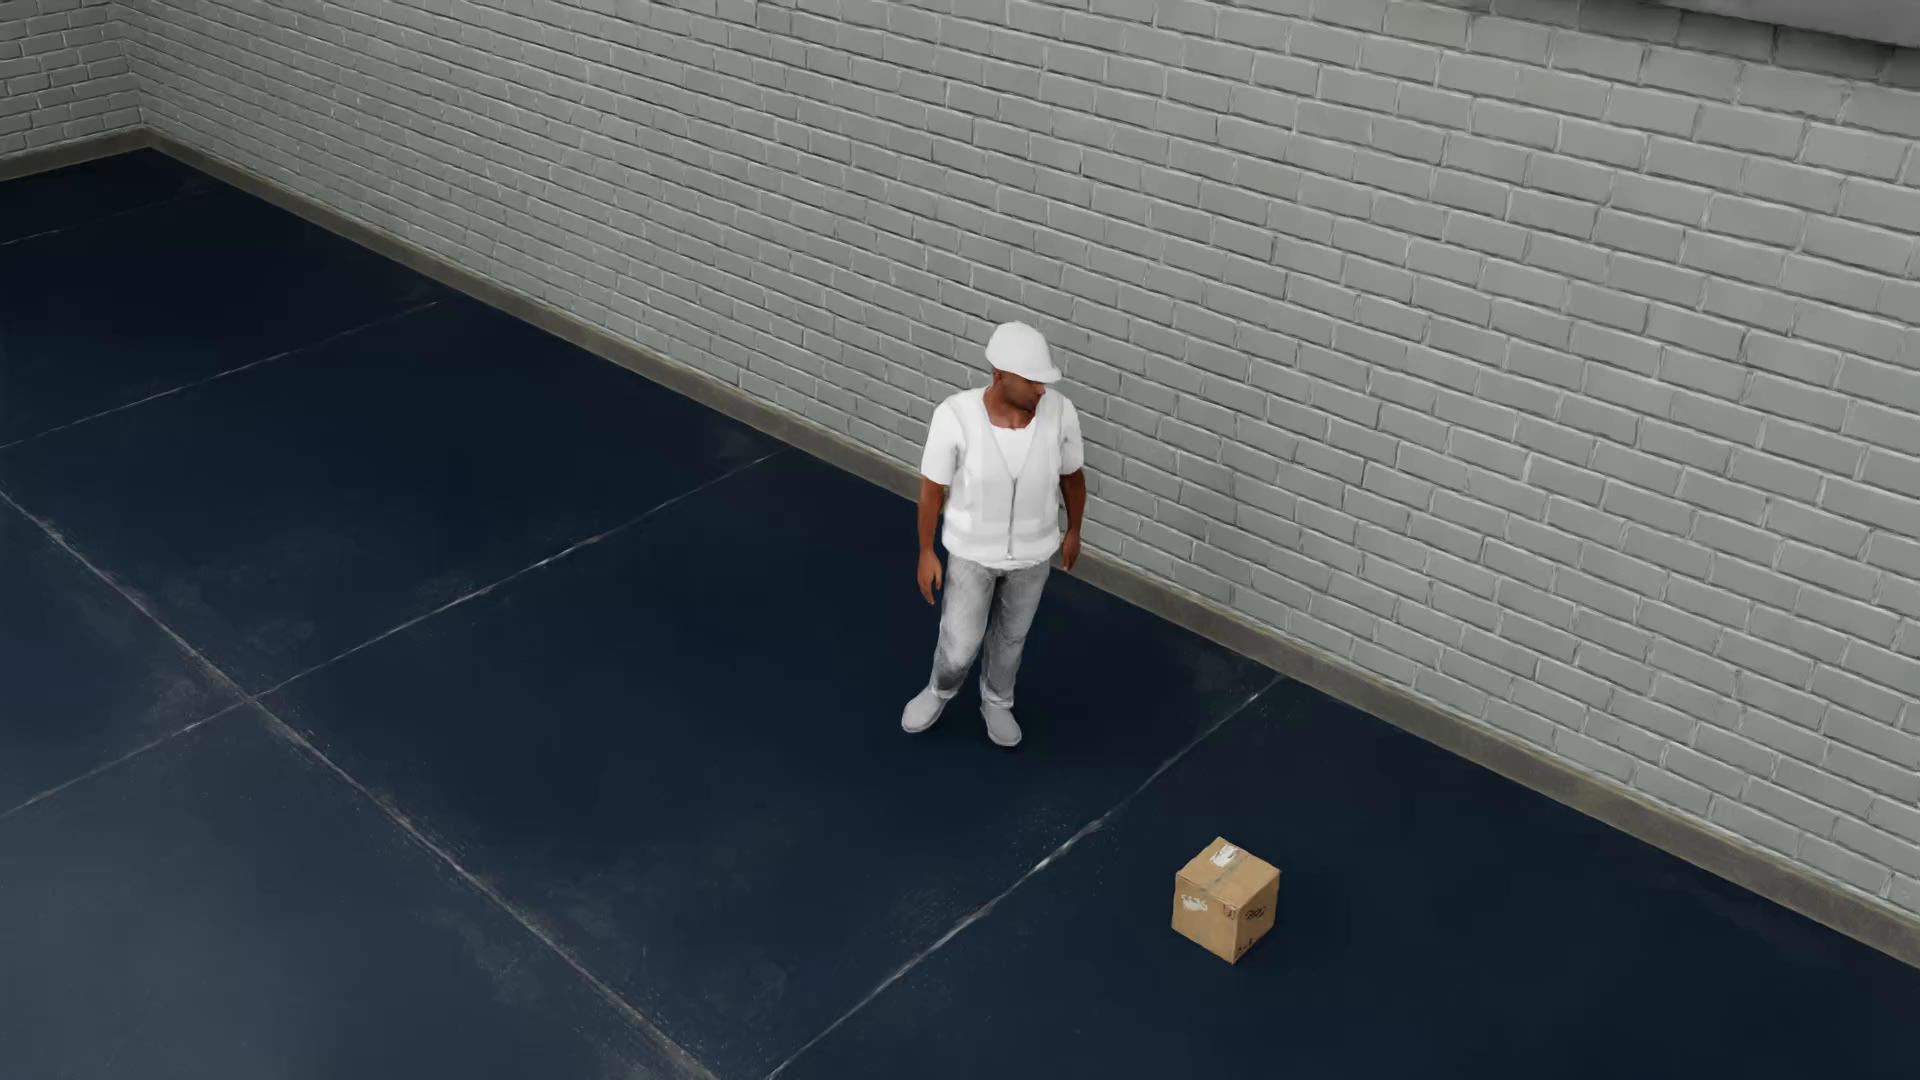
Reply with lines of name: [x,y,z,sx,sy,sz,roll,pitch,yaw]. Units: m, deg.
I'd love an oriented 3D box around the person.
person: [0.123,0.011,6.056,0.690,1.754,0.453,-7,32,-11]
